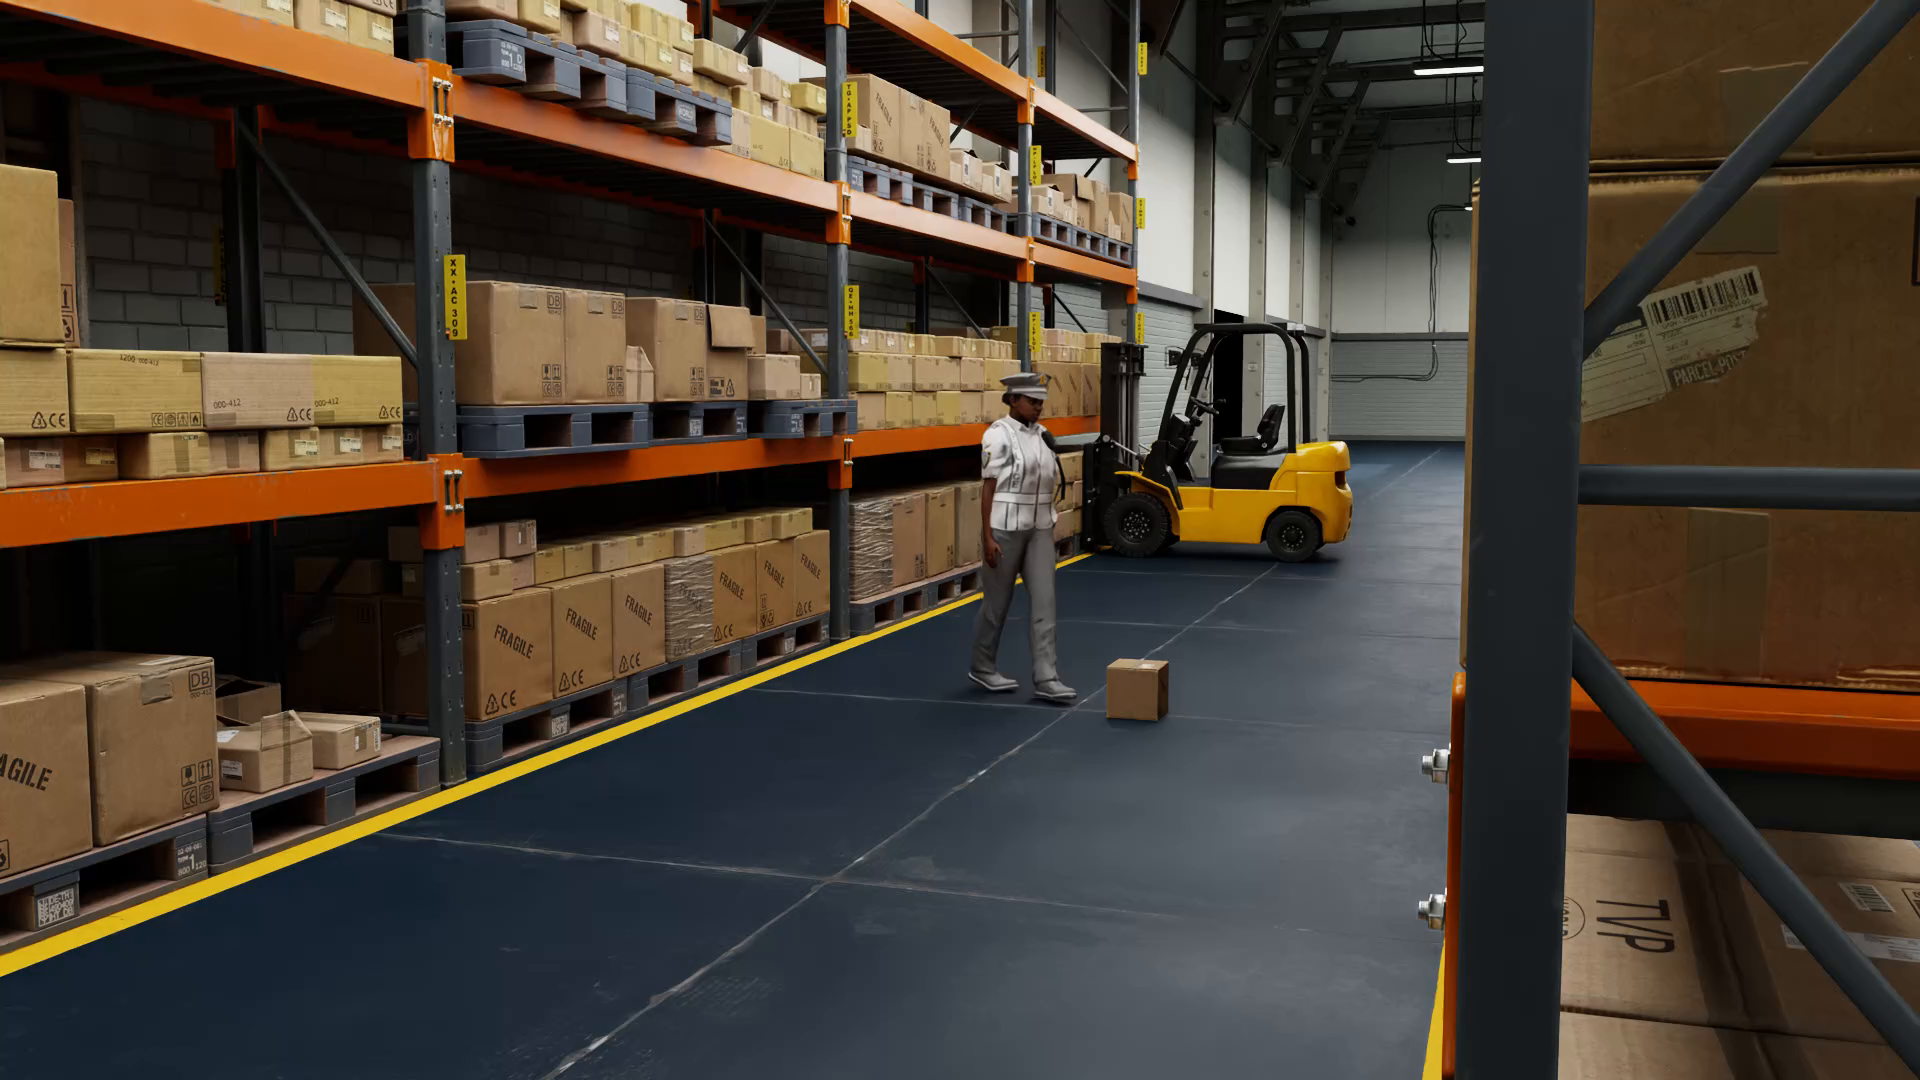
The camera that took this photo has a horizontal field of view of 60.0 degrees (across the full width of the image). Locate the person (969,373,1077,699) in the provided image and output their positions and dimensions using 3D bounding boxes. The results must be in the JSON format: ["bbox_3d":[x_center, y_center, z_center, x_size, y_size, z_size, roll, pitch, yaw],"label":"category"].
[{"bbox_3d":[0.338,-0.024,8.473,0.465,1.650,0.726,-4,7,-36],"label":"person"}]
